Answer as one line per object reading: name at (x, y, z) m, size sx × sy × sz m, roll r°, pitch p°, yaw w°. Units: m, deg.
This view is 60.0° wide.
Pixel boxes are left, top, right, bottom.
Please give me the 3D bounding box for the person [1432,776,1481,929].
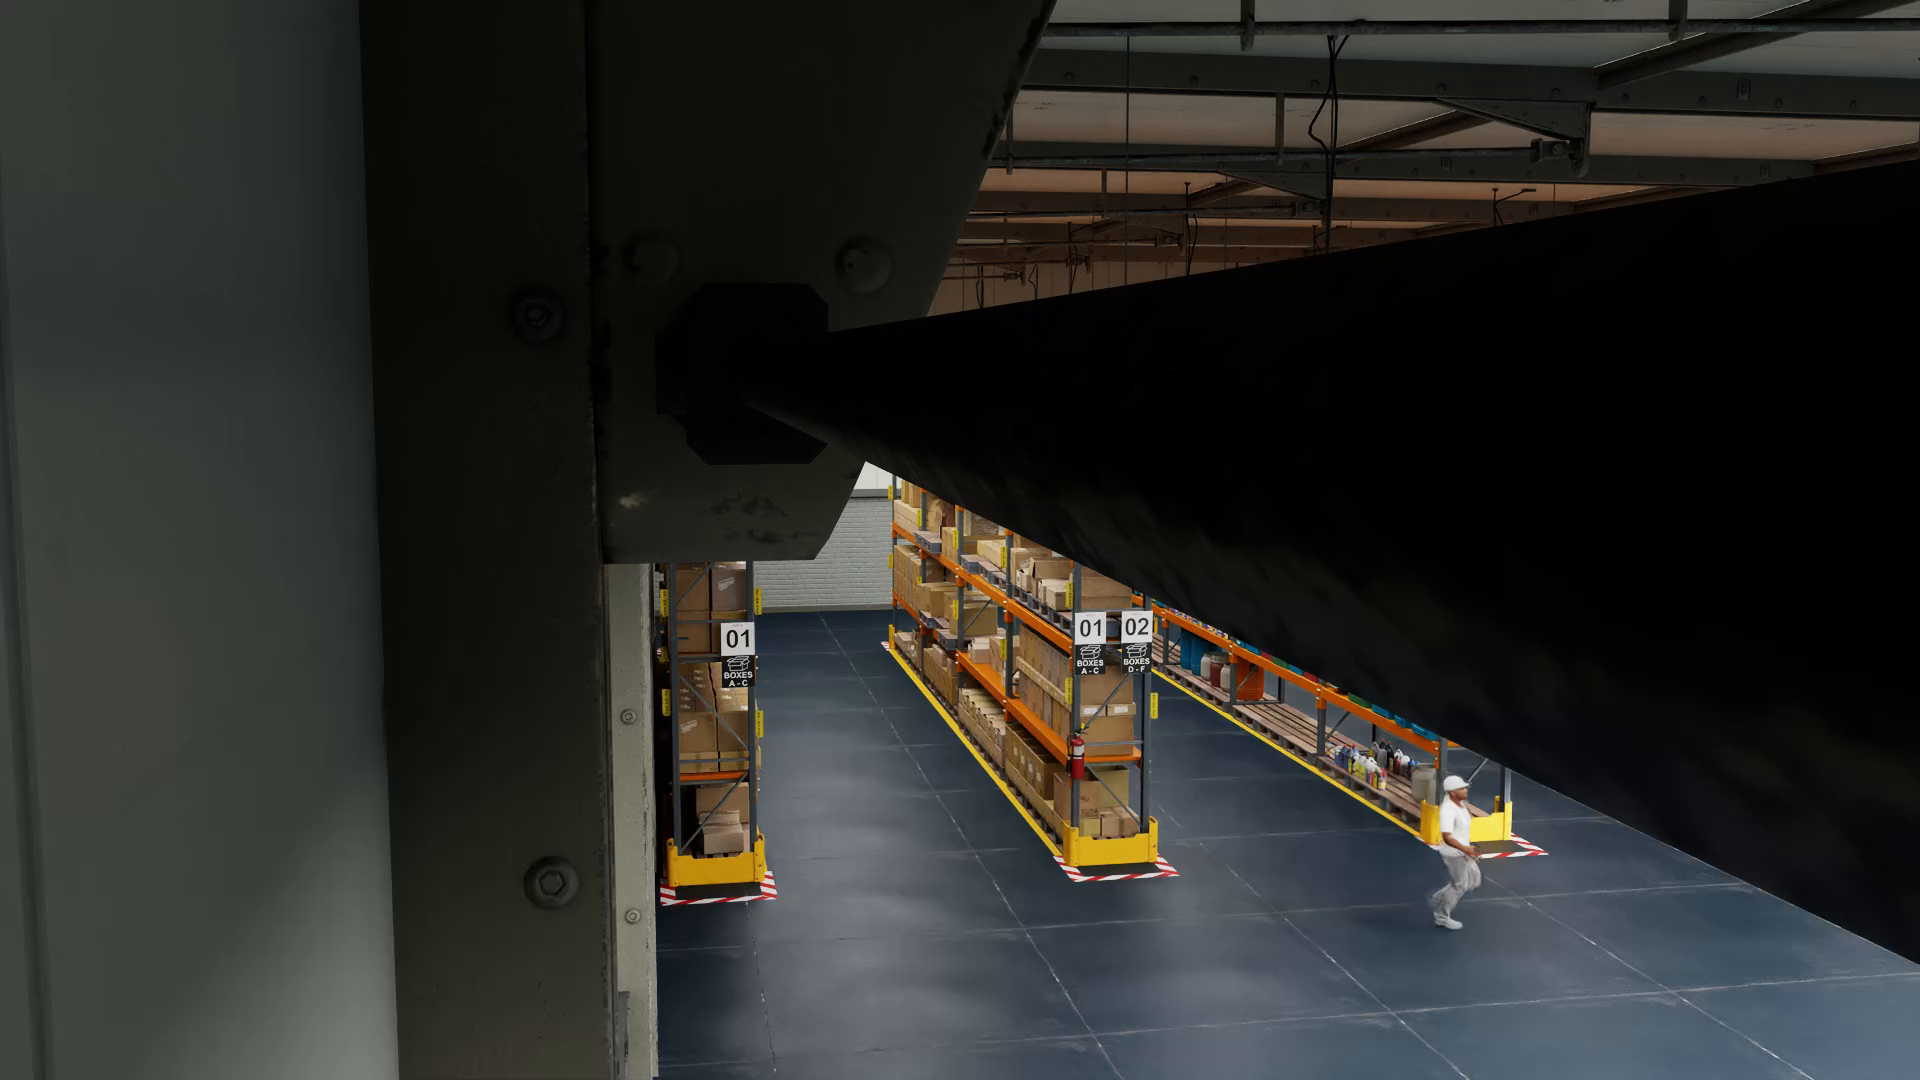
person at (5.553, 3.473, 18.564) m, size 0.517 × 1.723 × 0.708 m, roll 3°, pitch 7°, yaw 22°
